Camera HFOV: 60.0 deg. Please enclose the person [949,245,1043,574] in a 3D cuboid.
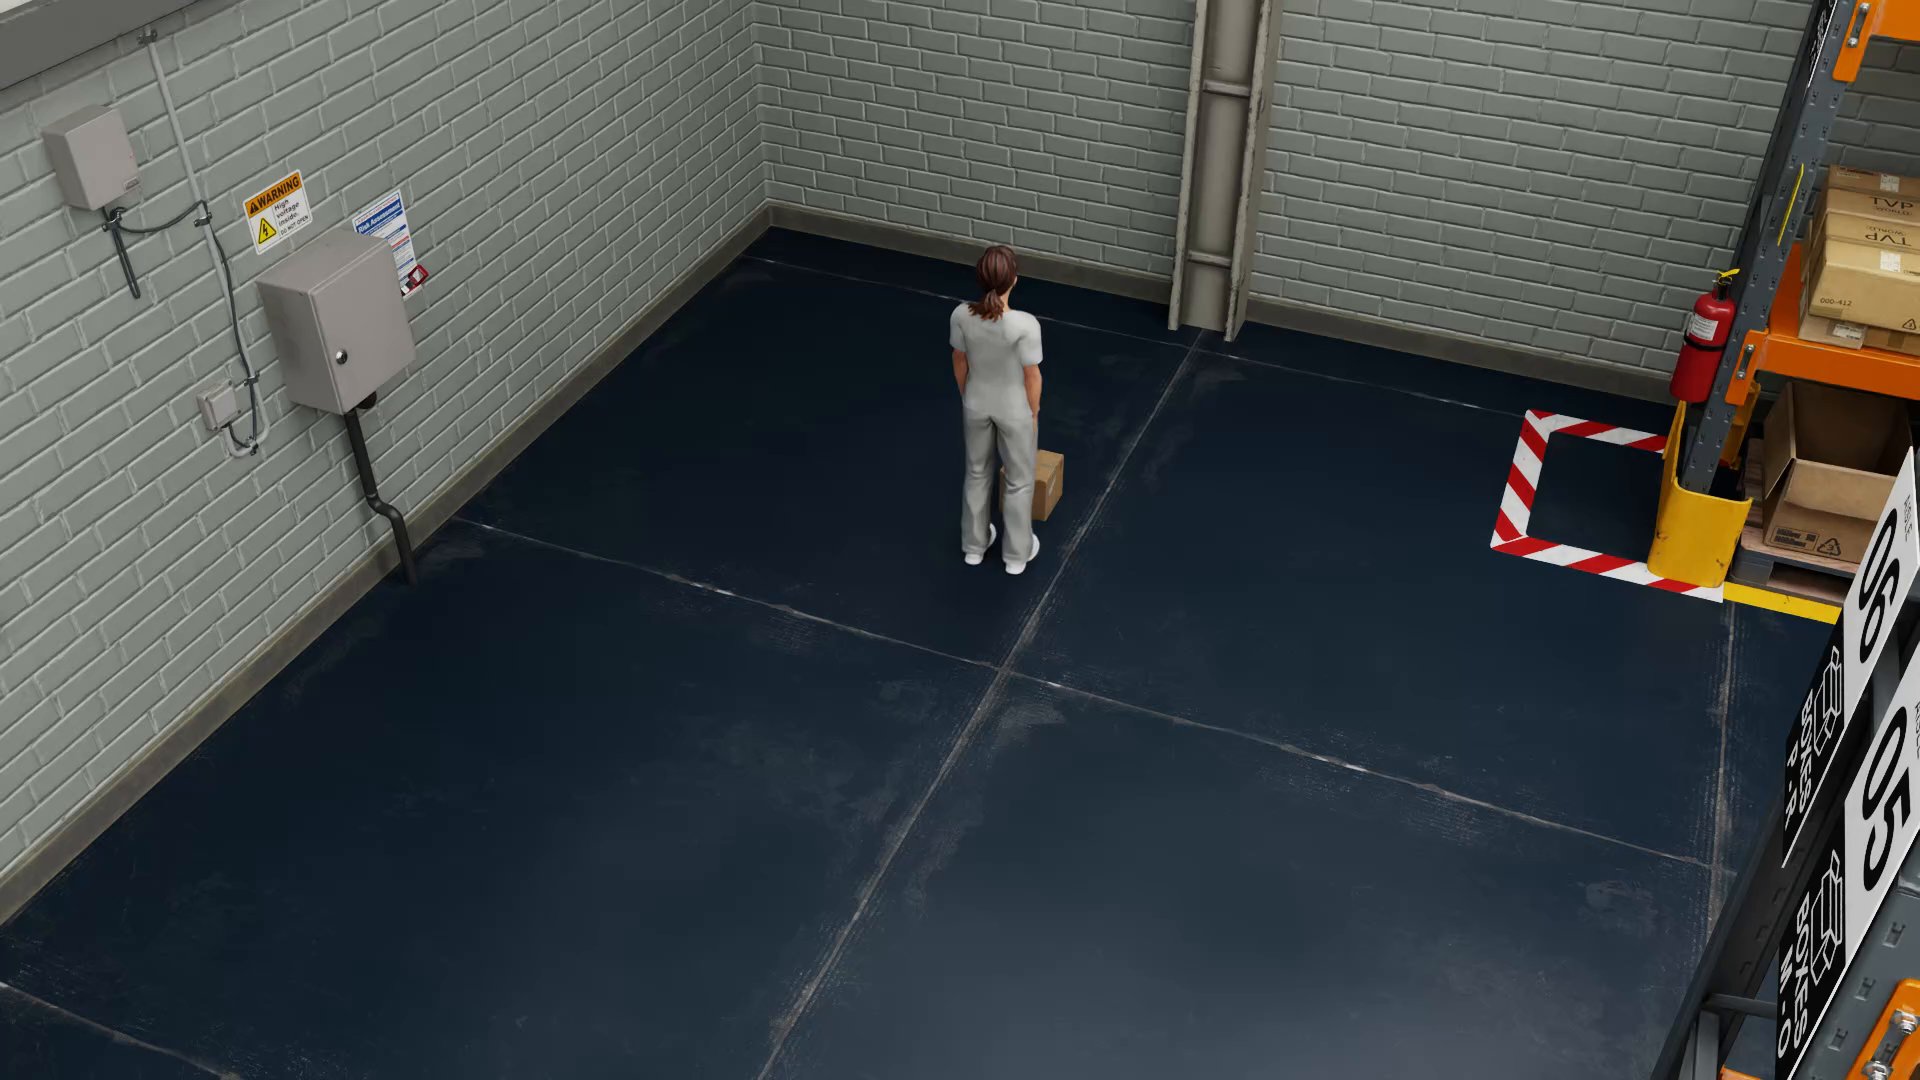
[{"bbox_3d":[0.169,-0.586,7.584,0.440,1.676,0.381,15,40,19],"label":"person"}]
